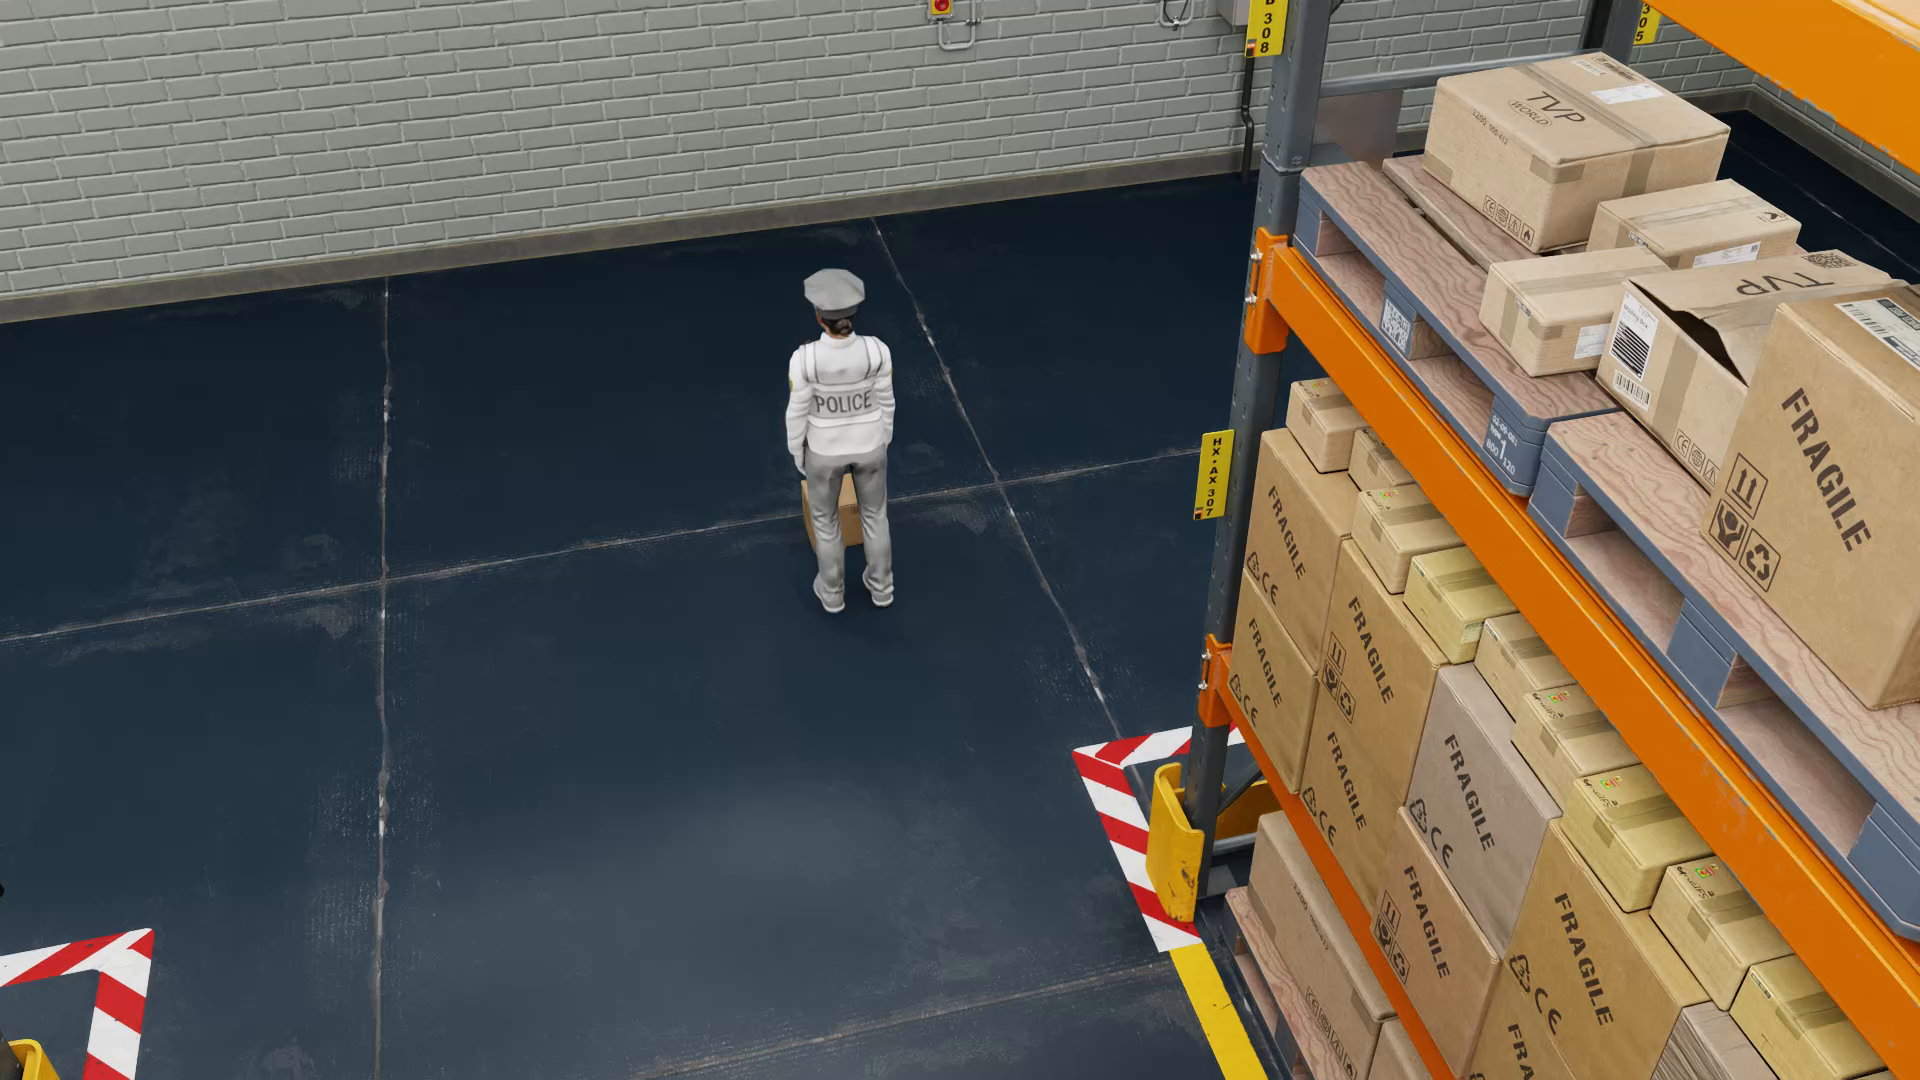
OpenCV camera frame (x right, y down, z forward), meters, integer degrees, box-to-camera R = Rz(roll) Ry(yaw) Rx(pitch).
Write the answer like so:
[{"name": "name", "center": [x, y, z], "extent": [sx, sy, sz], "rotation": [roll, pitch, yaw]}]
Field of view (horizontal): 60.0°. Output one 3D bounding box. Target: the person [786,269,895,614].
[{"name": "person", "center": [-0.506, -0.404, 7.226], "extent": [0.449, 1.662, 0.329], "rotation": [-9, 39, -11]}]
